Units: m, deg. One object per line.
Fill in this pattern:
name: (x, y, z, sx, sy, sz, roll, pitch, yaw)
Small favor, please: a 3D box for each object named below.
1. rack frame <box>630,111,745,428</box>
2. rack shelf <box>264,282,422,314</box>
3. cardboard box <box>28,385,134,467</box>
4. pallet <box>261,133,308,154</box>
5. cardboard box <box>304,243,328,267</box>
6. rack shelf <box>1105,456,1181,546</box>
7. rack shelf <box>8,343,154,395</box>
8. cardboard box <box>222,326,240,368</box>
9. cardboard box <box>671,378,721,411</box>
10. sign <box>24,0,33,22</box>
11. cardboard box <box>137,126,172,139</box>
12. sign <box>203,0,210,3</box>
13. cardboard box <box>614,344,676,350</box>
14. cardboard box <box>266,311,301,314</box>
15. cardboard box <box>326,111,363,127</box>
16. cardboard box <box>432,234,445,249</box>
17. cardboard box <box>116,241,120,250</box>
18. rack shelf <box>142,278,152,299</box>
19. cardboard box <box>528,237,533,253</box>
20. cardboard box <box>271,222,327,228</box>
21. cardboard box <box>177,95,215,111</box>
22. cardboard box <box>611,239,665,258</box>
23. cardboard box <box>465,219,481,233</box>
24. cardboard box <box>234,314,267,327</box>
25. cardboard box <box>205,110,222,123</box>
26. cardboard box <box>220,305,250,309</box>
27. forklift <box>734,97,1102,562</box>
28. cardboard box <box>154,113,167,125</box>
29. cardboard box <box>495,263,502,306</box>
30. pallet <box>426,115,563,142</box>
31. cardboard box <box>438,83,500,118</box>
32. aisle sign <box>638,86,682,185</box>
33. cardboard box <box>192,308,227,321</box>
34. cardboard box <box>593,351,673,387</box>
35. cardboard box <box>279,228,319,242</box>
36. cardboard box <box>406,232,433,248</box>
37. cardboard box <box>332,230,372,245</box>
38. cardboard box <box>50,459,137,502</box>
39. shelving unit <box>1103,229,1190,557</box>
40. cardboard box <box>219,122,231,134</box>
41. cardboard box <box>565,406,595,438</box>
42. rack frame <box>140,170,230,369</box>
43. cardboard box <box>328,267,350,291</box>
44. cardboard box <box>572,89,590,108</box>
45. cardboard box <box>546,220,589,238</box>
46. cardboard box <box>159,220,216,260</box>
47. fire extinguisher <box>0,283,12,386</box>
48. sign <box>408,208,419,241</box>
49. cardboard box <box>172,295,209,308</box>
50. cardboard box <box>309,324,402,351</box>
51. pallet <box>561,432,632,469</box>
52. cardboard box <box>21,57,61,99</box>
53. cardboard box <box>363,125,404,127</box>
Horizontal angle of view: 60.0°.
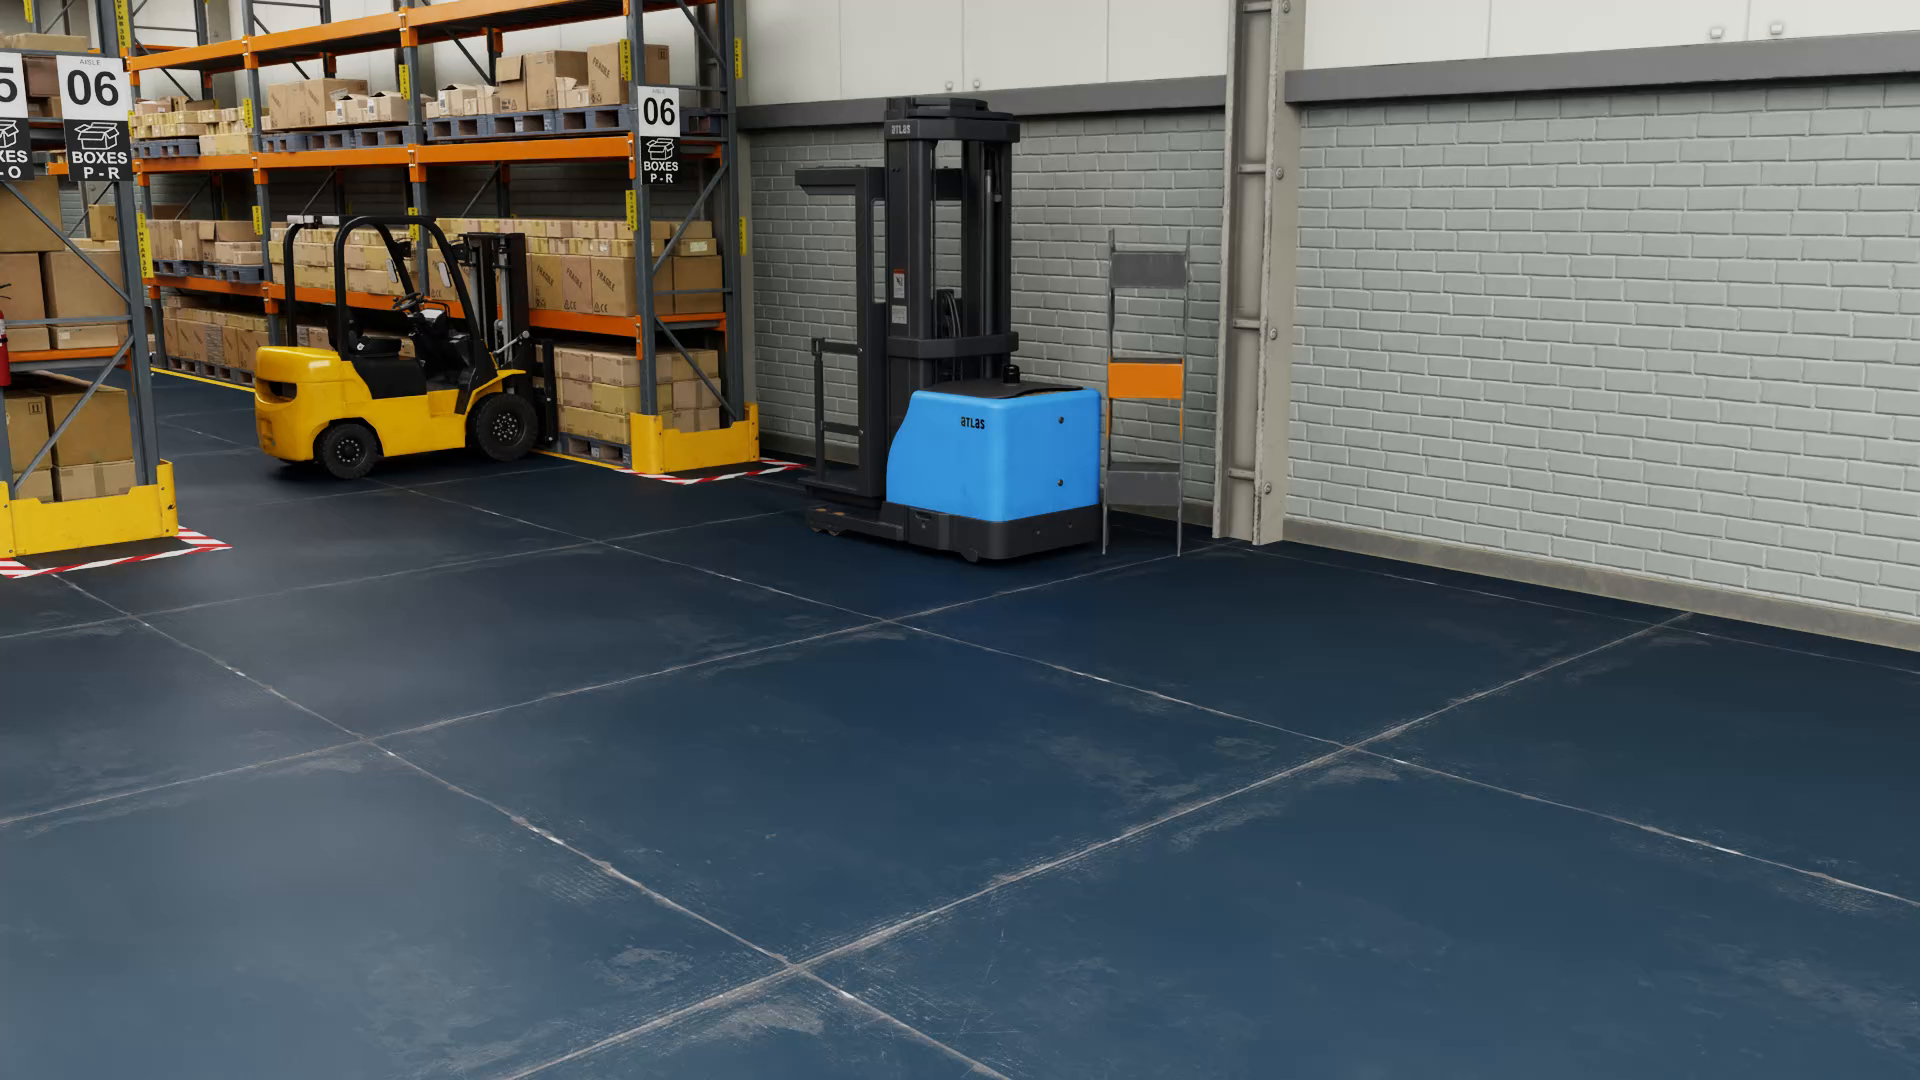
rack frame: (-2.325, -2.131, 14.321, 1.000, 3.000, 0.127, -11, 16, -43)
rack shelf: (-6.469, -2.654, 18.644, 1.077, 0.370, 4.000, -11, 16, -43)
cardboard box: (-6.287, -0.825, 11.895, 0.500, 0.500, 0.500, 11, 16, 43)
pallet: (-7.317, -4.589, 19.284, 1.213, 0.211, 1.003, -10, 15, -40)
cardboard box: (-7.027, -3.219, 18.734, 0.500, 0.250, 0.500, 11, 16, 44)
rack shelf: (1.219, -0.265, 11.028, 0.480, 0.518, 0.431, 2, 12, 9)
rack shelf: (-7.294, -1.378, 12.450, 1.077, 0.370, 4.000, -11, 16, -43)
cardboard box: (-8.999, -2.462, 21.082, 0.500, 0.500, 0.500, -10, 15, -40)
cardboard box: (-2.500, -1.332, 14.979, 0.500, 0.250, 0.500, -11, 16, -42)
sign: (-13.767, -7.825, 24.580, 0.100, 0.325, 0.005, -11, 16, -43)
cardboard box: (-10.540, -5.341, 21.804, 0.380, 0.149, 0.250, -11, 16, -42)
sign: (-10.215, -7.434, 22.485, 0.100, 0.325, 0.005, -11, 16, -43)
cardboard box: (-2.868, -1.649, 15.275, 0.500, 0.250, 0.500, -11, 16, -42)
cardboard box: (-8.715, -2.869, 21.448, 0.380, 0.149, 0.250, -11, 16, -44)
cardboard box: (-6.599, -4.546, 17.944, 0.380, 0.149, 0.250, -11, 16, -43)
cardboard box: (-5.058, -2.998, 16.675, 0.380, 0.149, 0.250, -11, 16, -43)
cardboard box: (-11.497, -4.066, 23.347, 0.500, 0.250, 0.500, -11, 16, -42)
rack shelf: (-11.994, -3.822, 24.311, 1.077, 0.370, 4.000, -11, 16, -43)
cardboard box: (-3.778, -2.742, 15.431, 0.380, 0.149, 0.250, -11, 16, -43)
cardboard box: (-8.092, -3.650, 20.406, 0.500, 0.500, 0.500, -10, 15, -40)
cardboard box: (-10.145, -5.763, 22.084, 0.396, 0.266, 0.258, -11, 16, -43)
cardboard box: (-2.767, -2.509, 14.301, 0.380, 0.149, 0.250, -11, 16, -42)
cardboard box: (-4.550, -3.026, 16.072, 0.380, 0.149, 0.250, -10, 16, -41)
cardboard box: (-8.885, -2.759, 20.917, 0.380, 0.149, 0.250, -10, 15, -41)
cardboard box: (-9.022, -5.197, 20.415, 0.380, 0.149, 0.250, -11, 16, -44)
cardboard box: (-9.790, -3.096, 22.551, 0.380, 0.149, 0.250, -11, 16, -42)
forklift: (-0.435, -1.528, 11.562, 1.130, 2.935, 3.031, -11, 16, -43)
cardboard box: (-10.146, -5.418, 21.440, 0.380, 0.149, 0.250, -11, 16, -43)
cardboard box: (-4.248, -2.515, 15.938, 0.500, 0.500, 0.500, -11, 16, -43)
pallet: (-4.480, -4.020, 16.274, 1.003, 0.211, 1.213, -11, 16, -43)
cardboard box: (-4.689, -4.239, 16.054, 0.500, 0.311, 0.500, -10, 16, -41)
aisle sign: (-2.492, -3.354, 13.813, 0.394, 0.787, 0.004, -11, 16, -43)
cardboard box: (-9.925, -2.988, 22.029, 0.380, 0.149, 0.250, -11, 16, -44)
cardboard box: (-2.869, -1.503, 14.570, 0.500, 0.250, 0.500, -10, 15, -41)
cardboard box: (-7.658, -3.539, 19.299, 0.380, 0.149, 0.250, -10, 16, -41)
cardboard box: (-5.484, -3.100, 17.171, 0.380, 0.149, 0.250, -10, 15, -41)
cardboard box: (-6.627, -3.311, 18.191, 0.250, 0.149, 0.380, 11, 16, 44)
cardboard box: (-6.270, -0.454, 11.954, 0.500, 0.250, 0.500, -11, 16, -43)
shelving unit: (1.220, -0.964, 10.884, 0.503, 2.100, 0.431, 2, 12, 9)
cardboard box: (-8.800, -5.020, 20.295, 0.380, 0.149, 0.250, -11, 16, -43)
cardboard box: (-3.215, -1.088, 15.034, 0.500, 0.250, 0.500, -11, 16, -43)
rack frame: (-10.612, -3.882, 22.821, 1.000, 3.000, 0.127, -11, 16, -43)
cardboard box: (-6.659, -2.902, 18.435, 0.500, 0.250, 0.500, -10, 15, -41)
cardboard box: (-3.117, -3.810, 14.373, 0.250, 0.149, 0.380, 11, 16, 44)
cardboard box: (-3.497, -2.802, 14.983, 0.380, 0.149, 0.250, -10, 16, -41)
cardboard box: (-10.082, -3.960, 21.908, 0.700, 0.500, 0.500, -11, 16, -42)
fire extinguisher: (-6.167, -1.320, 10.576, 0.296, 0.674, 0.183, -11, 16, -43)
sign: (-5.473, -3.166, 16.672, 0.100, 0.325, 0.005, -11, 16, -43)
cardboard box: (-10.343, -3.206, 22.350, 0.250, 0.149, 0.380, 11, 16, 42)
cardboard box: (-6.972, -2.154, 19.276, 0.875, 0.625, 0.625, -10, 15, -41)
pallet: (-2.884, -0.871, 15.116, 1.003, 0.211, 1.213, -11, 16, -43)
cardboard box: (-6.067, -3.091, 11.180, 0.500, 0.250, 0.500, -11, 16, -44)
cardboard box: (-6.325, -4.608, 18.200, 0.380, 0.166, 0.250, -11, 16, -43)
